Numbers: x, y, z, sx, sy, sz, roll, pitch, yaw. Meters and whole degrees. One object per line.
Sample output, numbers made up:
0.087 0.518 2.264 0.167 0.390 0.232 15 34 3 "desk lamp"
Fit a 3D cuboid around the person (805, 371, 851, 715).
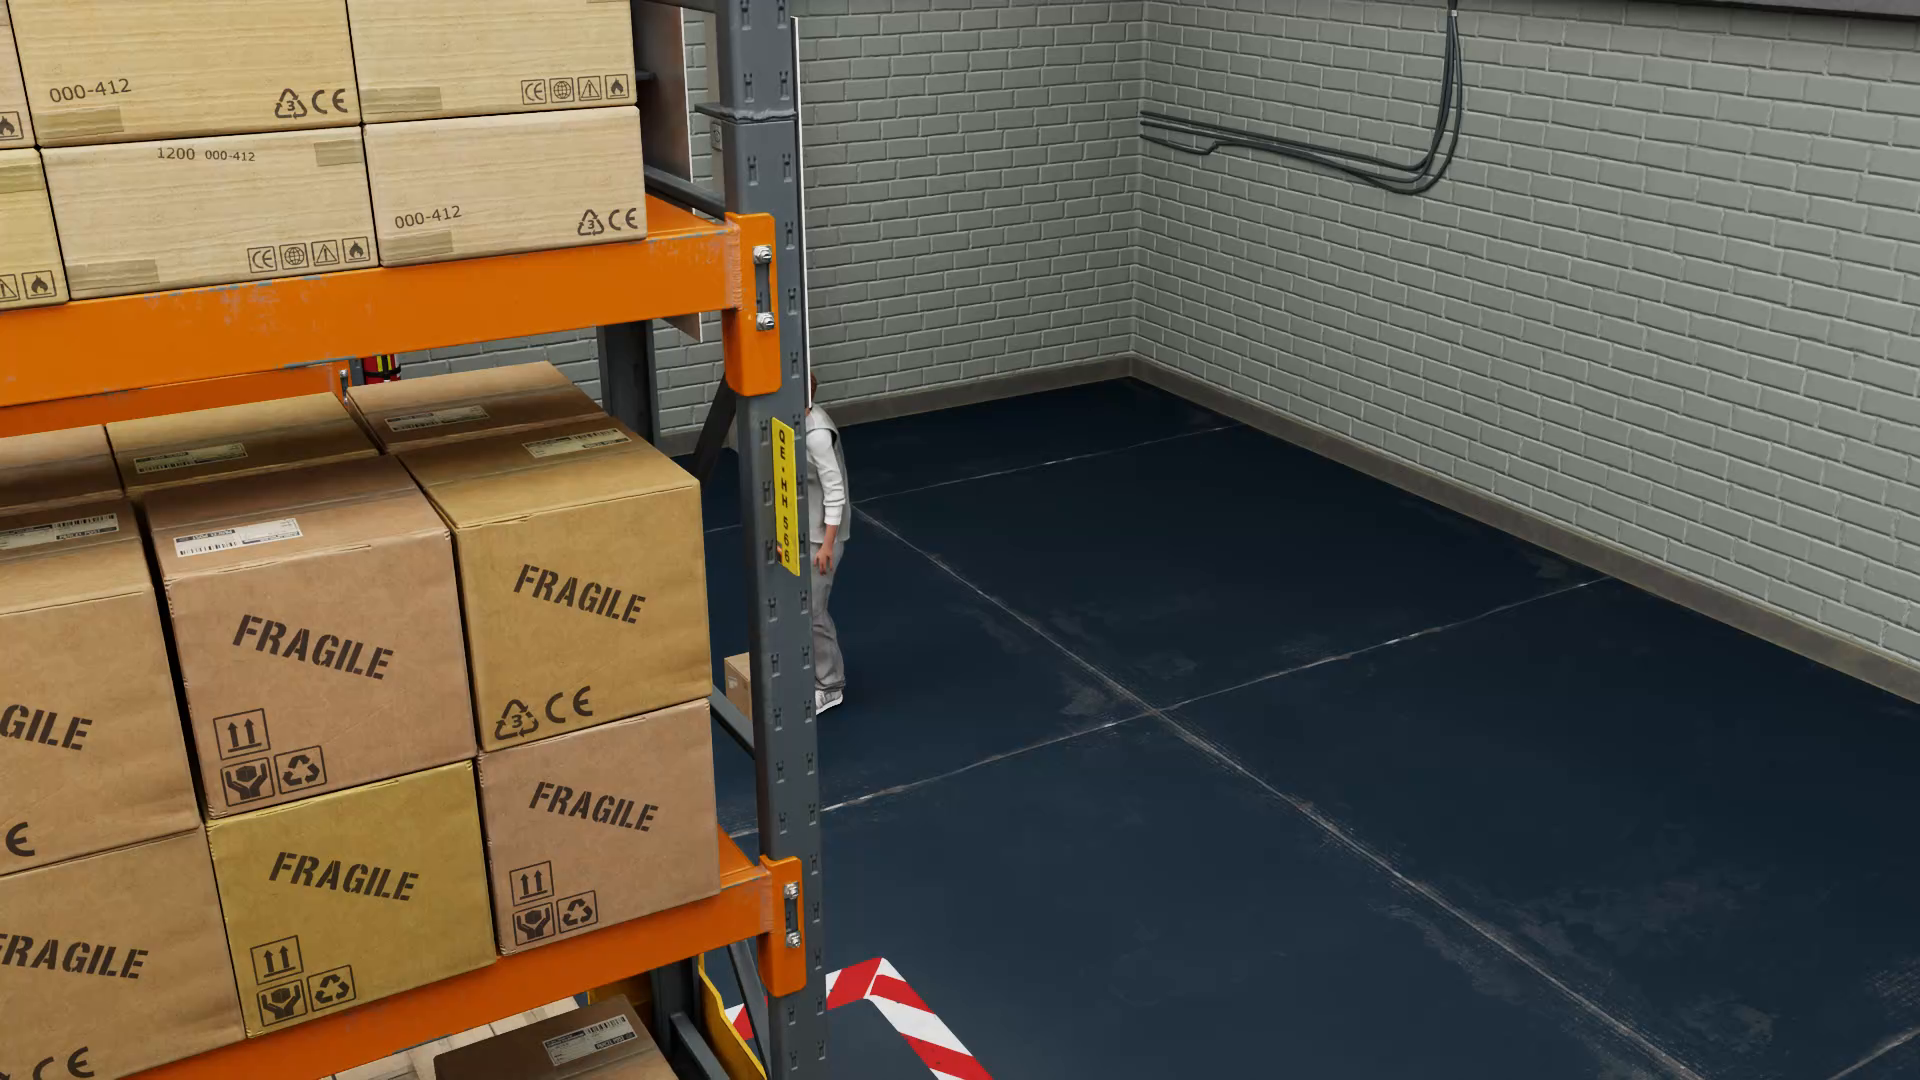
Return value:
-0.661 -0.021 7.156 0.347 1.592 0.483 -14 26 -31 "person"
